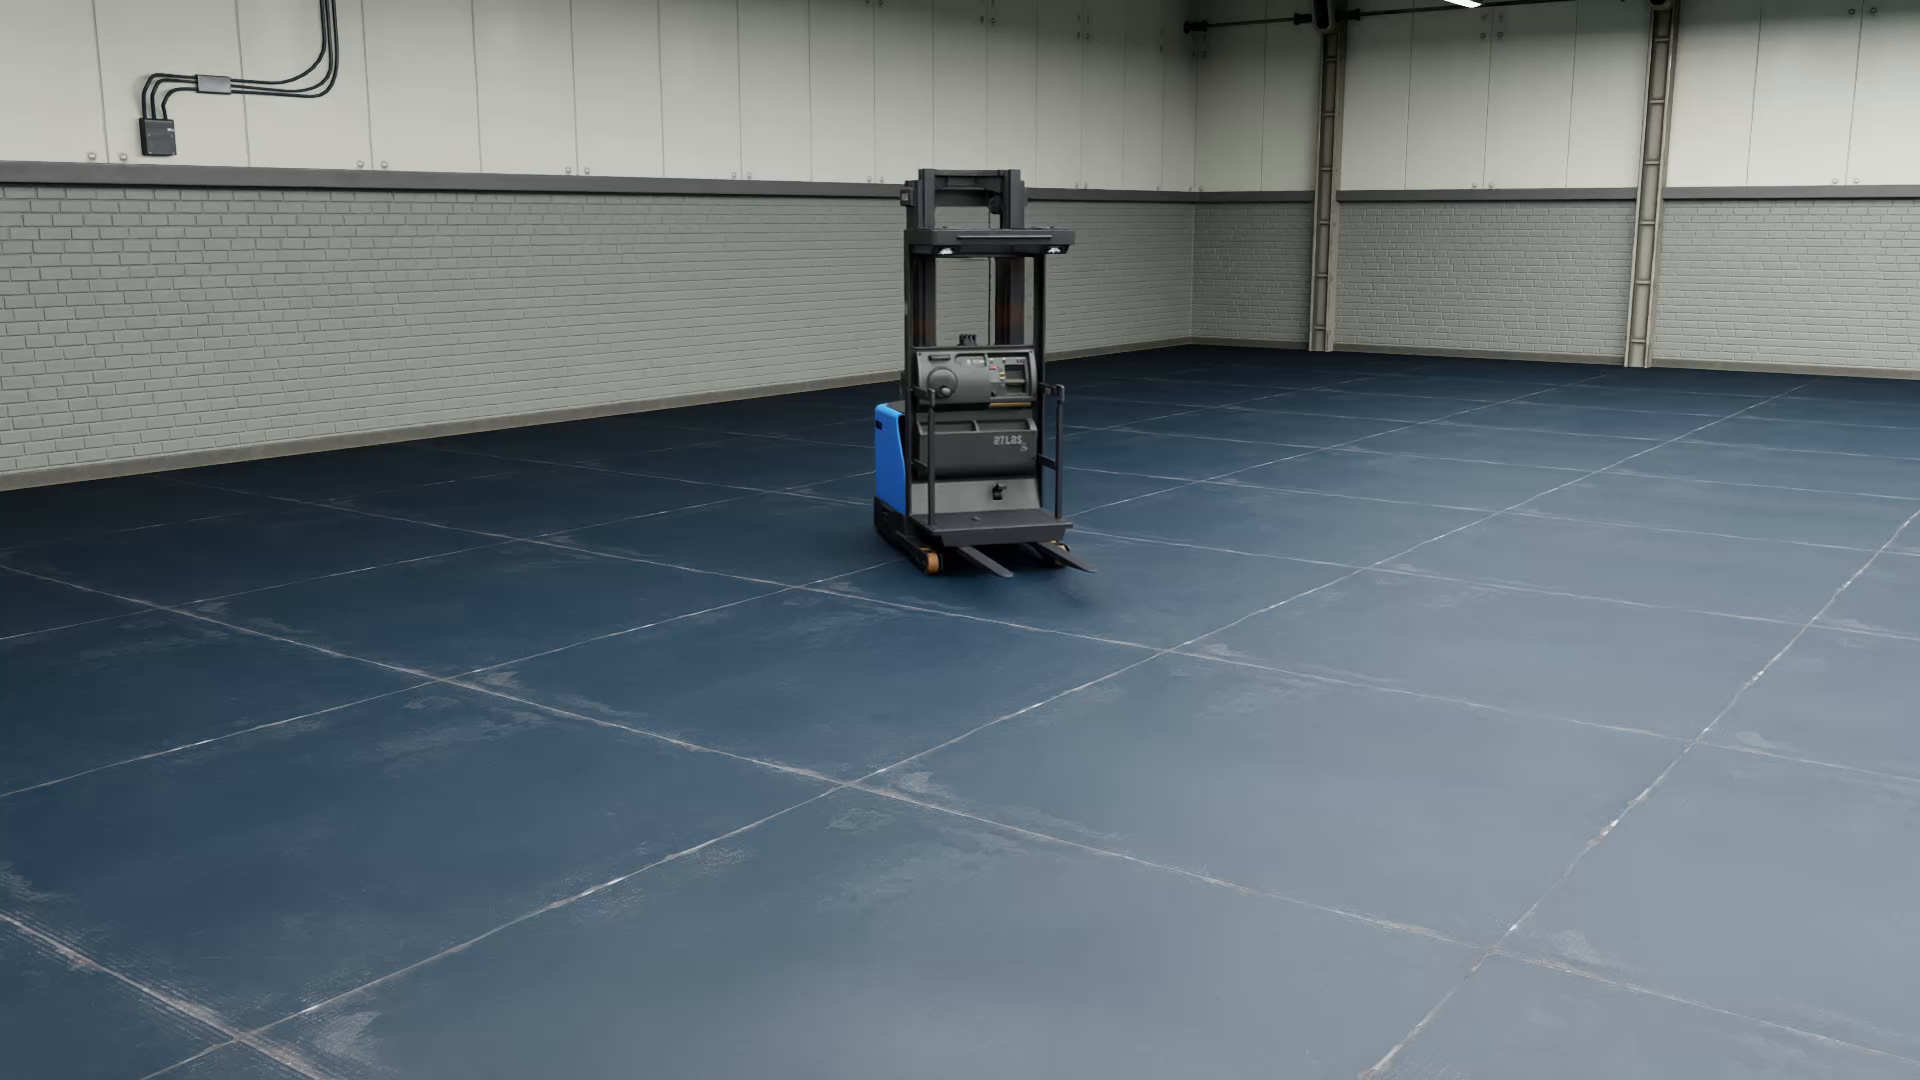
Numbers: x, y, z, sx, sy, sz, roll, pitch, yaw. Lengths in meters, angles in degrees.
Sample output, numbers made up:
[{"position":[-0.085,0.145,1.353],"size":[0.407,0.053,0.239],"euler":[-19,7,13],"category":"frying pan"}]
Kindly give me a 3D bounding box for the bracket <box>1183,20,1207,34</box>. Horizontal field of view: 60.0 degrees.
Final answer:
[{"position":[4.675,-10.180,32.982],"size":[0.430,0.232,0.235],"euler":[8,13,36],"category":"bracket"}]

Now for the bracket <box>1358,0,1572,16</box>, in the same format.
[{"position":[9.331,-9.531,29.625],"size":[4.783,0.066,0.076],"euler":[8,13,36],"category":"bracket"}]

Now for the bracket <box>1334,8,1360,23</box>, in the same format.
[{"position":[7.254,-9.820,31.122],"size":[0.430,0.232,0.235],"euler":[8,13,36],"category":"bracket"}]

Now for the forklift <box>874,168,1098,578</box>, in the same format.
[{"position":[0.188,-1.269,12.371],"size":[1.130,2.935,3.031],"euler":[-3,11,-16],"category":"forklift"}]

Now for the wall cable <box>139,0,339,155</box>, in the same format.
[{"position":[-7.475,-6.987,16.998],"size":[0.169,6.003,2.305],"euler":[8,13,36],"category":"wall cable"}]

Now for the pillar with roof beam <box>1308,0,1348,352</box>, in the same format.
[{"position":[4.582,-7.495,28.580],"size":[0.548,9.000,9.100],"euler":[8,13,36],"category":"pillar with roof beam"}]

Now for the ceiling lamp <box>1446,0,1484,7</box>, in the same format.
[{"position":[7.308,-9.826,25.261],"size":[0.800,3.185,2.000],"euler":[8,13,36],"category":"ceiling lamp"}]

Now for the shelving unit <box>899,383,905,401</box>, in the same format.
[{"position":[-0.239,-0.724,14.114],"size":[0.503,1.200,0.258],"euler":[-3,11,-16],"category":"shelving unit"}]

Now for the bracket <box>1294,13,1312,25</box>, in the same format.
[{"position":[6.585,-9.914,31.605],"size":[0.430,0.232,0.235],"euler":[8,13,36],"category":"bracket"}]

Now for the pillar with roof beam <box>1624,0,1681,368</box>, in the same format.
[{"position":[9.418,-6.820,25.093],"size":[0.548,9.000,9.100],"euler":[8,13,36],"category":"pillar with roof beam"}]

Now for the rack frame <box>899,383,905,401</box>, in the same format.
[{"position":[-0.473,-0.711,14.047],"size":[0.015,1.200,0.240],"euler":[-3,11,-16],"category":"rack frame"}]

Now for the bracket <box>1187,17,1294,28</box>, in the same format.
[{"position":[5.151,-10.114,32.639],"size":[3.189,0.066,0.076],"euler":[8,13,36],"category":"bracket"}]
